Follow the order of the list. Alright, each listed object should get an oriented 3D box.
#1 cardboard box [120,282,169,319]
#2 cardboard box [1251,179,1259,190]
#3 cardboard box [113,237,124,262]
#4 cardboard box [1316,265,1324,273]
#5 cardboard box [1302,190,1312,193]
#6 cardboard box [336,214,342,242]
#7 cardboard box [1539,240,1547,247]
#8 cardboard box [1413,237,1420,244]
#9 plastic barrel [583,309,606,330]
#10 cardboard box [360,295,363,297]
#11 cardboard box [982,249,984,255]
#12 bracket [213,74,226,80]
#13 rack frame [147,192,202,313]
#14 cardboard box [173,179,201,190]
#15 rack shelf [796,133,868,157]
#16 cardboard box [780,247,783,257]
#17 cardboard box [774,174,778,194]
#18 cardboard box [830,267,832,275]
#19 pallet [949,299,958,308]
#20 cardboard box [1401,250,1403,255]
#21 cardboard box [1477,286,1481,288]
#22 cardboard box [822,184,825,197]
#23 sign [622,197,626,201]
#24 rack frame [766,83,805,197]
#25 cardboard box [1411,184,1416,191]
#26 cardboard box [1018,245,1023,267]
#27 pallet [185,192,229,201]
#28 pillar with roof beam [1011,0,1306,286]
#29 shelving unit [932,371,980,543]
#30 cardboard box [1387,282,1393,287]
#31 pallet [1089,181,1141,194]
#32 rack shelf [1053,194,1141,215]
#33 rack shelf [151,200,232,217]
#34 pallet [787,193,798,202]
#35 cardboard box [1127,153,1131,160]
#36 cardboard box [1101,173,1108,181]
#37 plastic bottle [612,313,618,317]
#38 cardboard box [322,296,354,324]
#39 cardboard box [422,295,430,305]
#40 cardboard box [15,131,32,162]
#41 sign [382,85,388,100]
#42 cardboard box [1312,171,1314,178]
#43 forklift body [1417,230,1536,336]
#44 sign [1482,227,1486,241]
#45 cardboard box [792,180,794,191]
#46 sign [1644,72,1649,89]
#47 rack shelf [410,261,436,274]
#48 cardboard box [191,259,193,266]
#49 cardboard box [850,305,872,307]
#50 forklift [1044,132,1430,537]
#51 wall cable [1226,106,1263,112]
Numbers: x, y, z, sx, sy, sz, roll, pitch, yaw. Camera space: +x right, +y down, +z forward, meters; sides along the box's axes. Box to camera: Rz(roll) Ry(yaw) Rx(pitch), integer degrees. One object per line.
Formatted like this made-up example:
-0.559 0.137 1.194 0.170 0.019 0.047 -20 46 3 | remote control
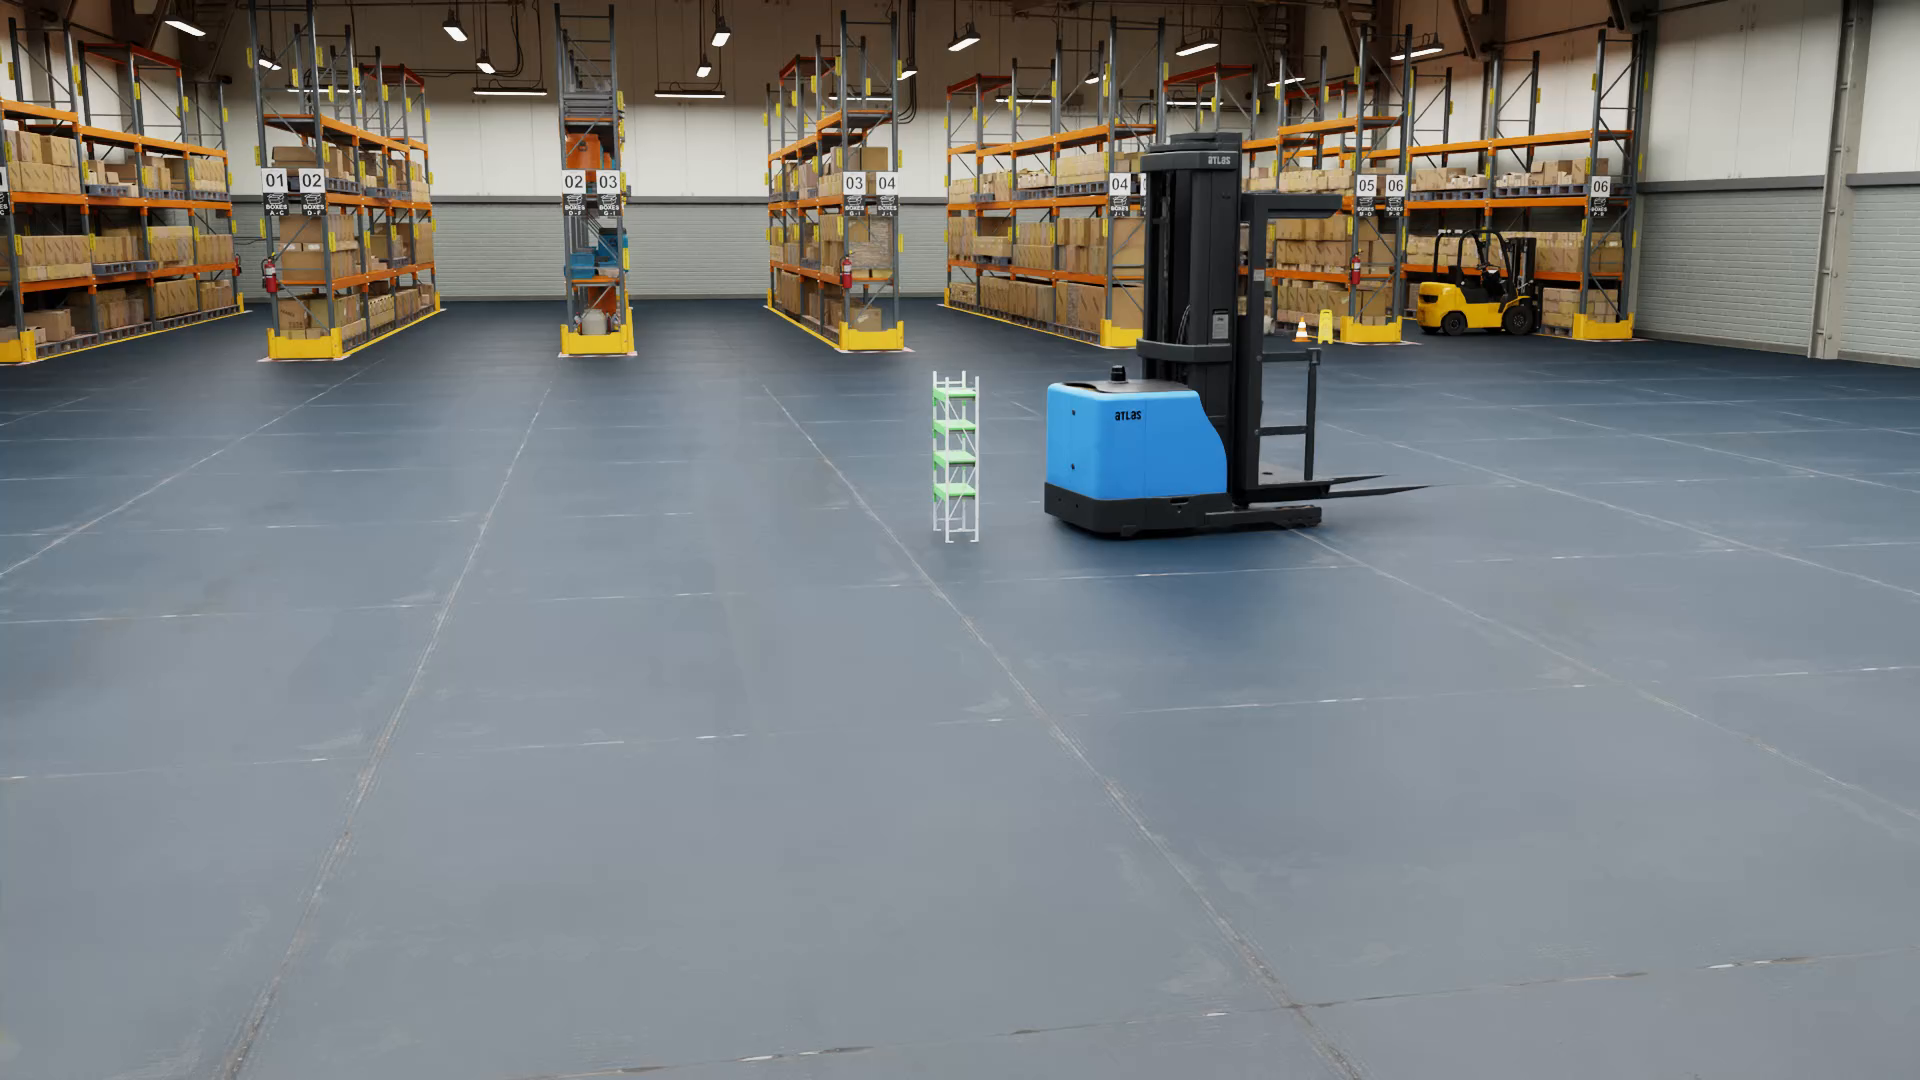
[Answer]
-17.774 -5.223 36.243 0.750 0.750 0.750 -2 11 -12 | cardboard box
6.868 -7.995 37.435 0.500 0.250 0.500 -2 11 -10 | cardboard box
-17.394 -5.885 33.650 0.700 0.500 0.500 -2 11 -11 | cardboard box
7.493 -5.536 33.933 0.380 0.149 0.250 -2 11 -12 | cardboard box
7.300 -7.145 34.362 0.380 0.149 0.250 -2 11 -12 | cardboard box
-11.738 -5.710 30.435 0.700 0.500 0.500 -2 11 -11 | cardboard box
12.346 -6.204 34.765 0.380 0.149 0.250 -2 11 -11 | cardboard box
11.232 -7.265 40.342 0.380 0.149 0.250 -2 11 -10 | cardboard box
-6.786 -4.020 30.827 0.421 0.512 0.421 0 11 0 | plastic barrel
-13.087 -5.138 35.902 0.500 0.311 0.500 -2 11 -9 | cardboard box
0.751 -7.174 41.413 0.380 0.149 0.250 -3 11 -14 | cardboard box
-20.768 -12.995 46.777 0.076 0.066 3.189 -2 11 -11 | bracket
-18.537 -6.667 39.202 1.000 3.000 0.127 -2 11 -11 | rack frame
-18.413 -8.459 39.603 0.500 0.250 0.500 -2 11 -11 | cardboard box
-2.794 -8.504 35.803 1.077 0.370 4.000 -2 11 -11 | rack shelf
-4.305 -7.351 42.402 0.500 0.250 0.500 -2 11 -12 | cardboard box
-4.594 -9.518 44.501 0.700 0.500 0.500 -3 11 -13 | cardboard box
-2.354 -5.292 32.648 0.380 0.149 0.250 -2 11 -11 | cardboard box
0.284 -6.569 46.144 1.003 0.211 1.213 -2 11 -11 | pallet
10.902 -7.205 41.576 0.380 0.149 0.250 -2 11 -10 | cardboard box
11.928 -5.559 38.610 0.875 0.625 0.625 -2 11 -12 | cardboard box
-2.461 -6.951 33.074 0.500 0.250 0.500 -2 11 -12 | cardboard box
-7.503 -7.737 37.081 0.100 0.325 0.005 -2 11 -11 | sign
-4.739 -10.888 45.334 1.000 3.000 0.127 -2 11 -11 | rack frame
11.176 -8.554 40.331 0.380 0.166 0.250 -2 11 -11 | cardboard box
1.626 -6.499 38.054 0.500 0.500 0.500 -2 11 -12 | cardboard box
-19.161 -8.695 42.071 1.003 0.211 1.213 -2 11 -11 | pallet
5.987 -11.800 50.128 9.100 9.000 0.548 -2 11 -11 | pillar with roof beam
-0.032 -0.620 12.244 0.258 1.200 0.503 -2 11 -11 | shelving unit
10.978 -6.443 41.850 0.380 0.149 0.250 -3 11 -14 | cardboard box
3.103 -6.734 31.769 1.003 0.211 1.213 -2 11 -11 | pallet
2.869 -6.655 33.042 1.077 0.370 4.000 -2 11 -11 | rack shelf
-18.926 -8.154 40.916 1.077 0.370 4.000 -2 11 -11 | rack shelf
-3.581 -8.176 39.611 1.003 0.211 1.213 -2 11 -8 | pallet
3.407 -7.331 31.818 0.380 0.149 0.250 -2 11 -12 | cardboard box
2.860 -6.822 31.278 0.380 0.149 0.250 -2 11 -11 | cardboard box
-6.818 -4.332 32.842 0.144 0.351 0.185 -3 11 -14 | plastic bottle
-11.520 -4.252 30.741 0.500 0.500 0.500 -2 11 -11 | cardboard box
-13.954 -6.181 42.824 0.500 0.250 0.500 -2 11 -11 | cardboard box
-16.088 -6.663 28.164 0.500 0.500 0.500 -2 11 -12 | cardboard box
-12.357 -9.619 35.744 0.100 0.325 0.005 -2 11 -11 | sign
7.440 -7.491 34.046 0.380 0.149 0.250 -2 11 -10 | cardboard box
10.803 -5.413 34.881 2.313 2.155 1.214 -2 11 -11 | forklift body
11.653 -6.790 36.964 0.100 0.325 0.005 -2 11 -11 | sign
-3.836 -8.639 40.655 0.500 0.311 0.500 -3 11 -13 | cardboard box
13.507 -9.051 32.760 0.100 0.325 0.005 -2 11 -11 | sign
-14.068 -6.861 42.146 1.077 0.370 4.000 -2 11 -11 | rack shelf
-18.194 -6.502 38.952 0.380 0.149 0.250 -2 11 -10 | cardboard box
-1.985 -4.324 32.453 0.500 0.500 0.500 -1 11 -6 | cardboard box
2.228 -1.610 12.814 3.031 2.935 1.130 -4 12 -21 | forklift
10.008 -15.244 53.343 2.988 3.039 0.133 -2 11 -11 | wall cable
